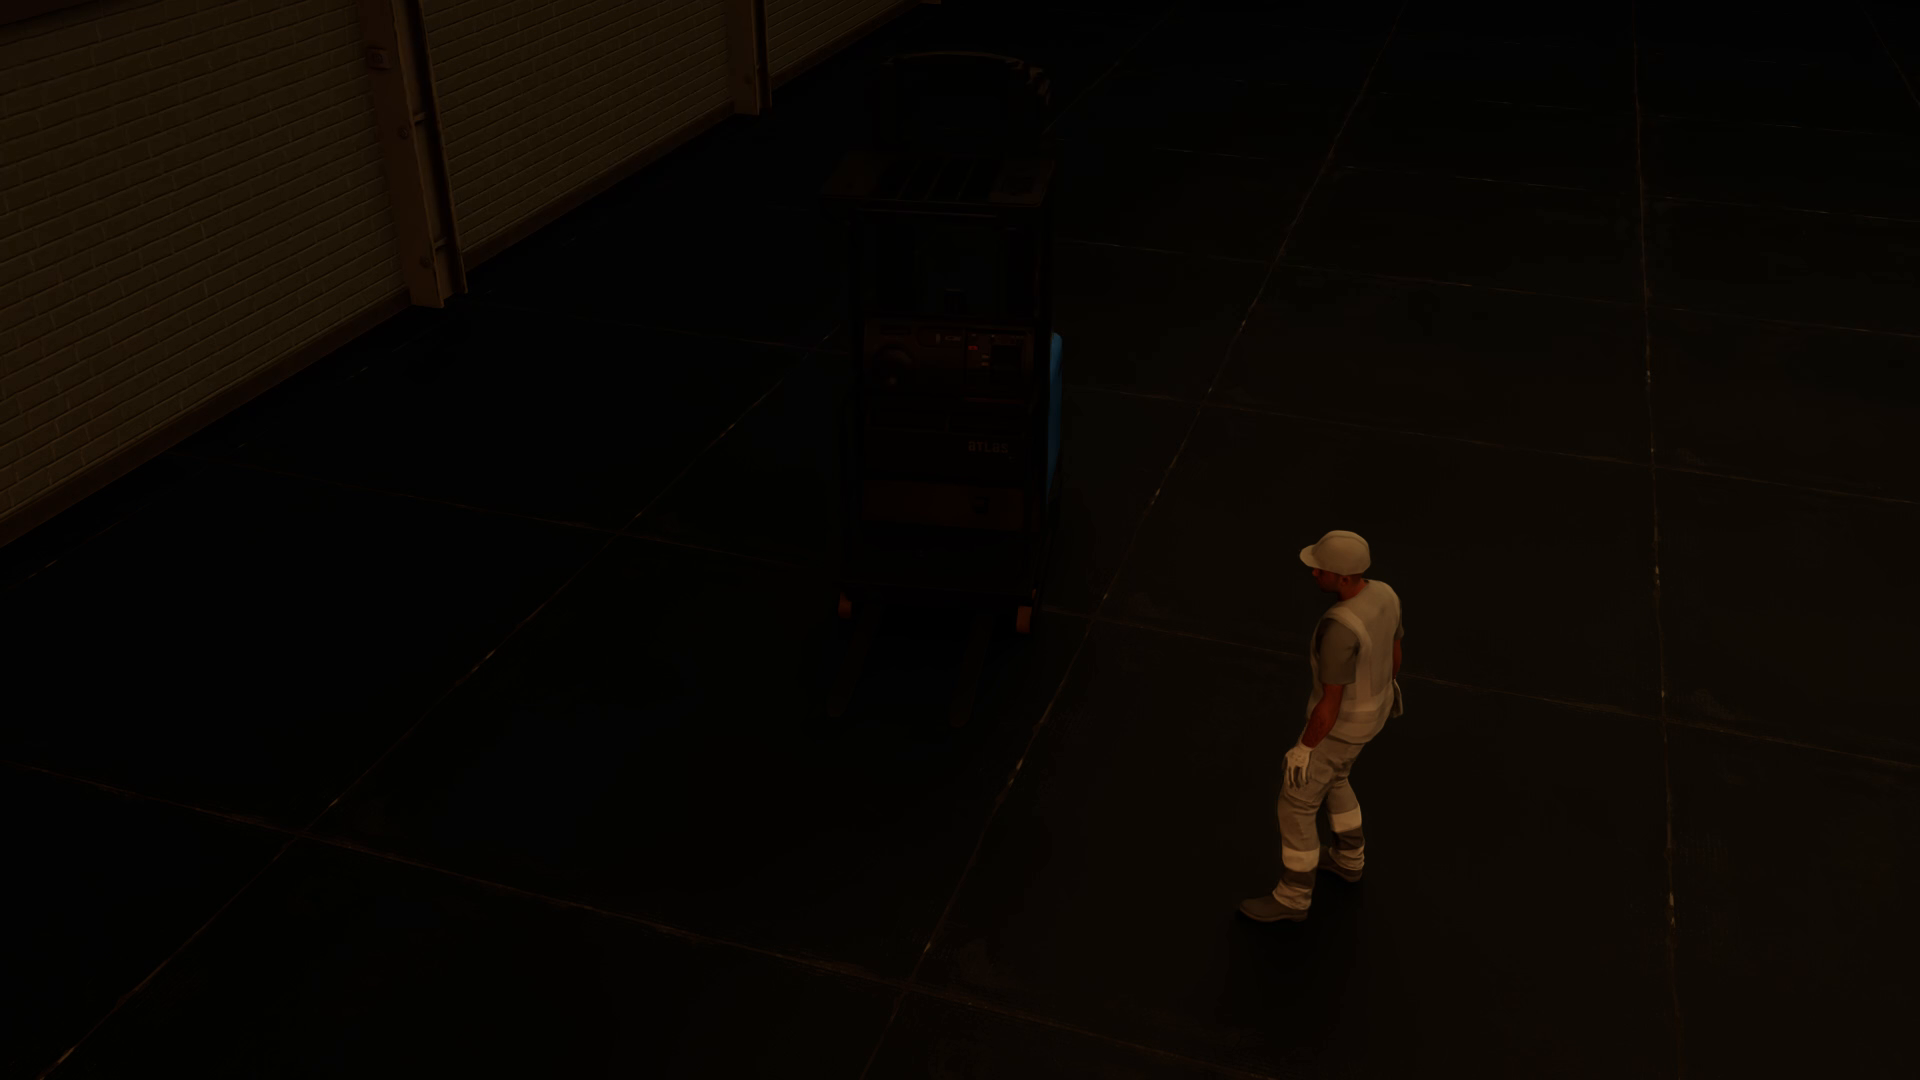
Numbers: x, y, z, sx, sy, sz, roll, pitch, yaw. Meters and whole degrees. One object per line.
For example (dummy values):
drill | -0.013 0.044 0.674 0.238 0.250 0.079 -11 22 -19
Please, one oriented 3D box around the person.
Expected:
person | 1.572 0.747 7.018 0.428 1.752 0.839 19 35 29

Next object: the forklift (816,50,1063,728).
forklift | -0.092 -0.938 8.783 1.130 2.935 3.031 4 30 8
